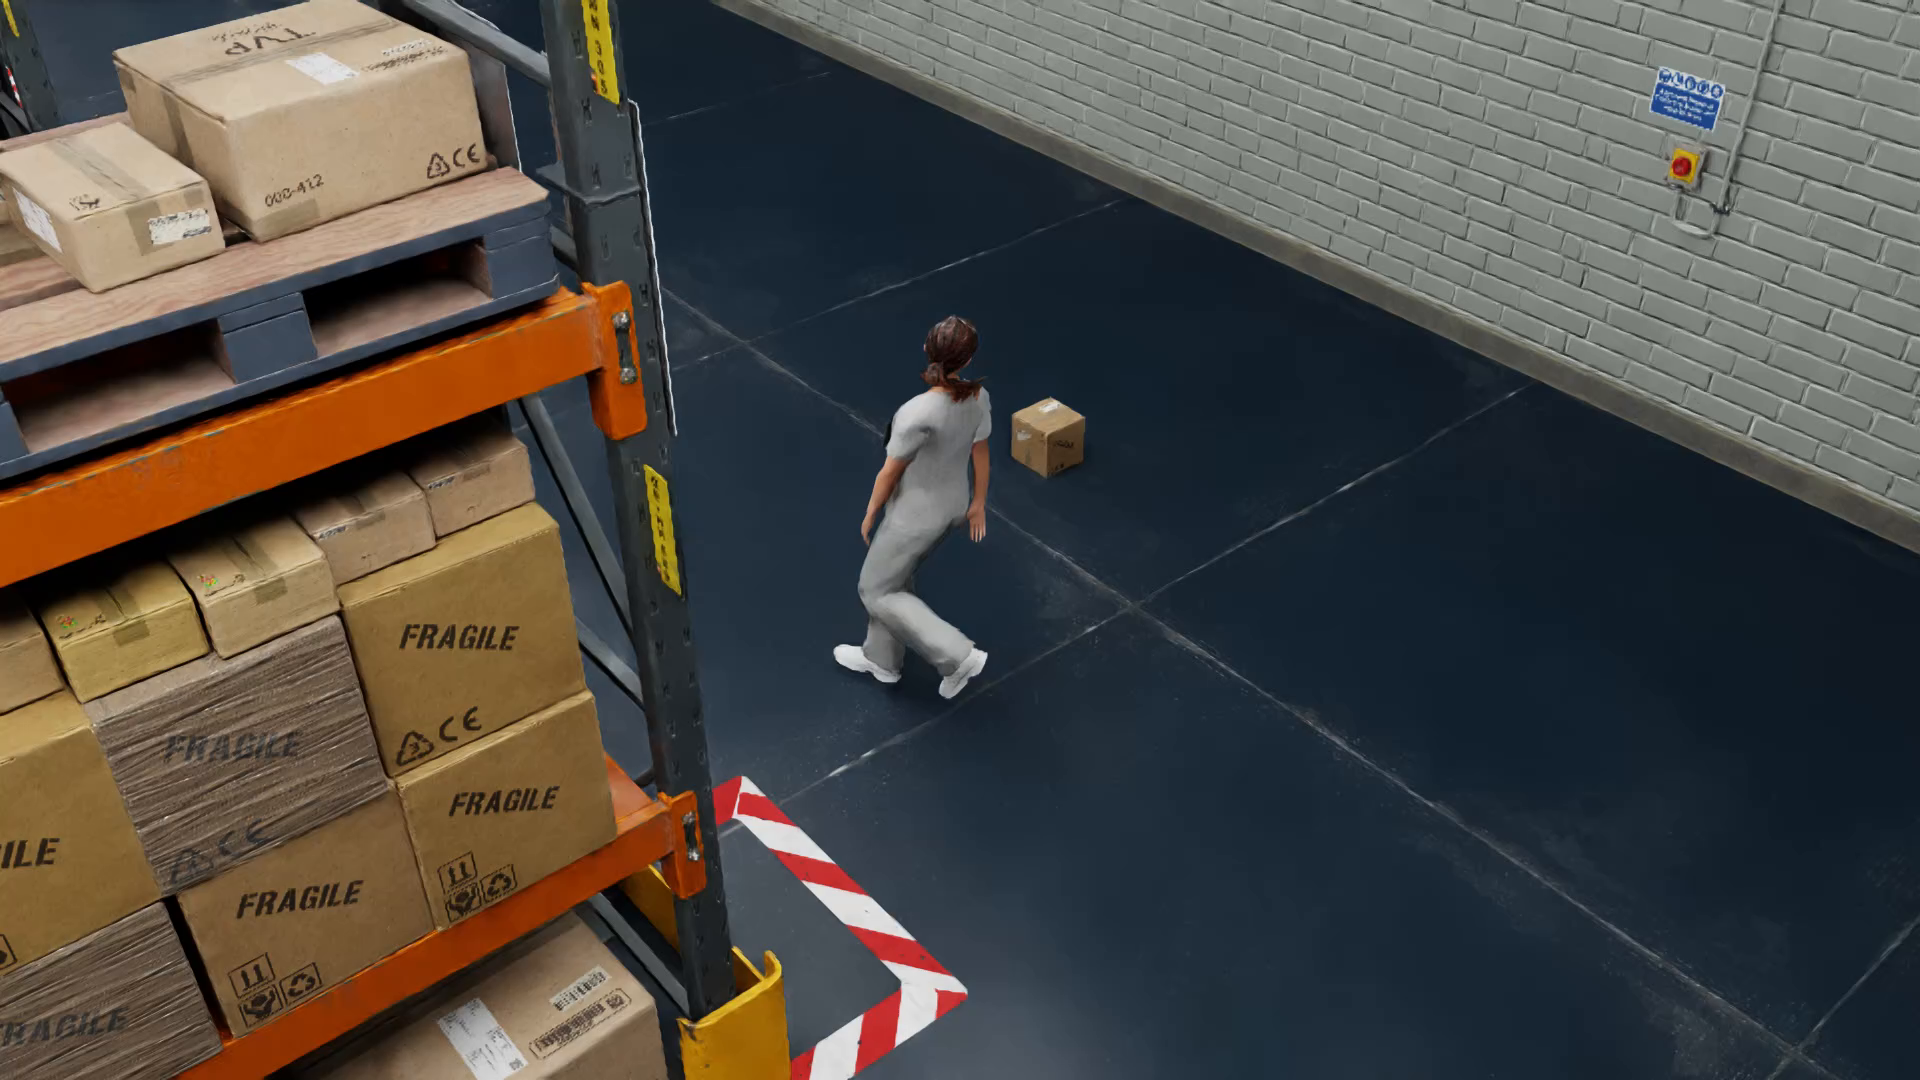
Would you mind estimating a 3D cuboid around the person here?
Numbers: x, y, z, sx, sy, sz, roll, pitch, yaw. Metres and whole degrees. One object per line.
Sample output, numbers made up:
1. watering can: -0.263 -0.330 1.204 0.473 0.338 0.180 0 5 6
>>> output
1. person: -0.125 -0.111 6.344 0.733 1.620 0.505 24 42 29
